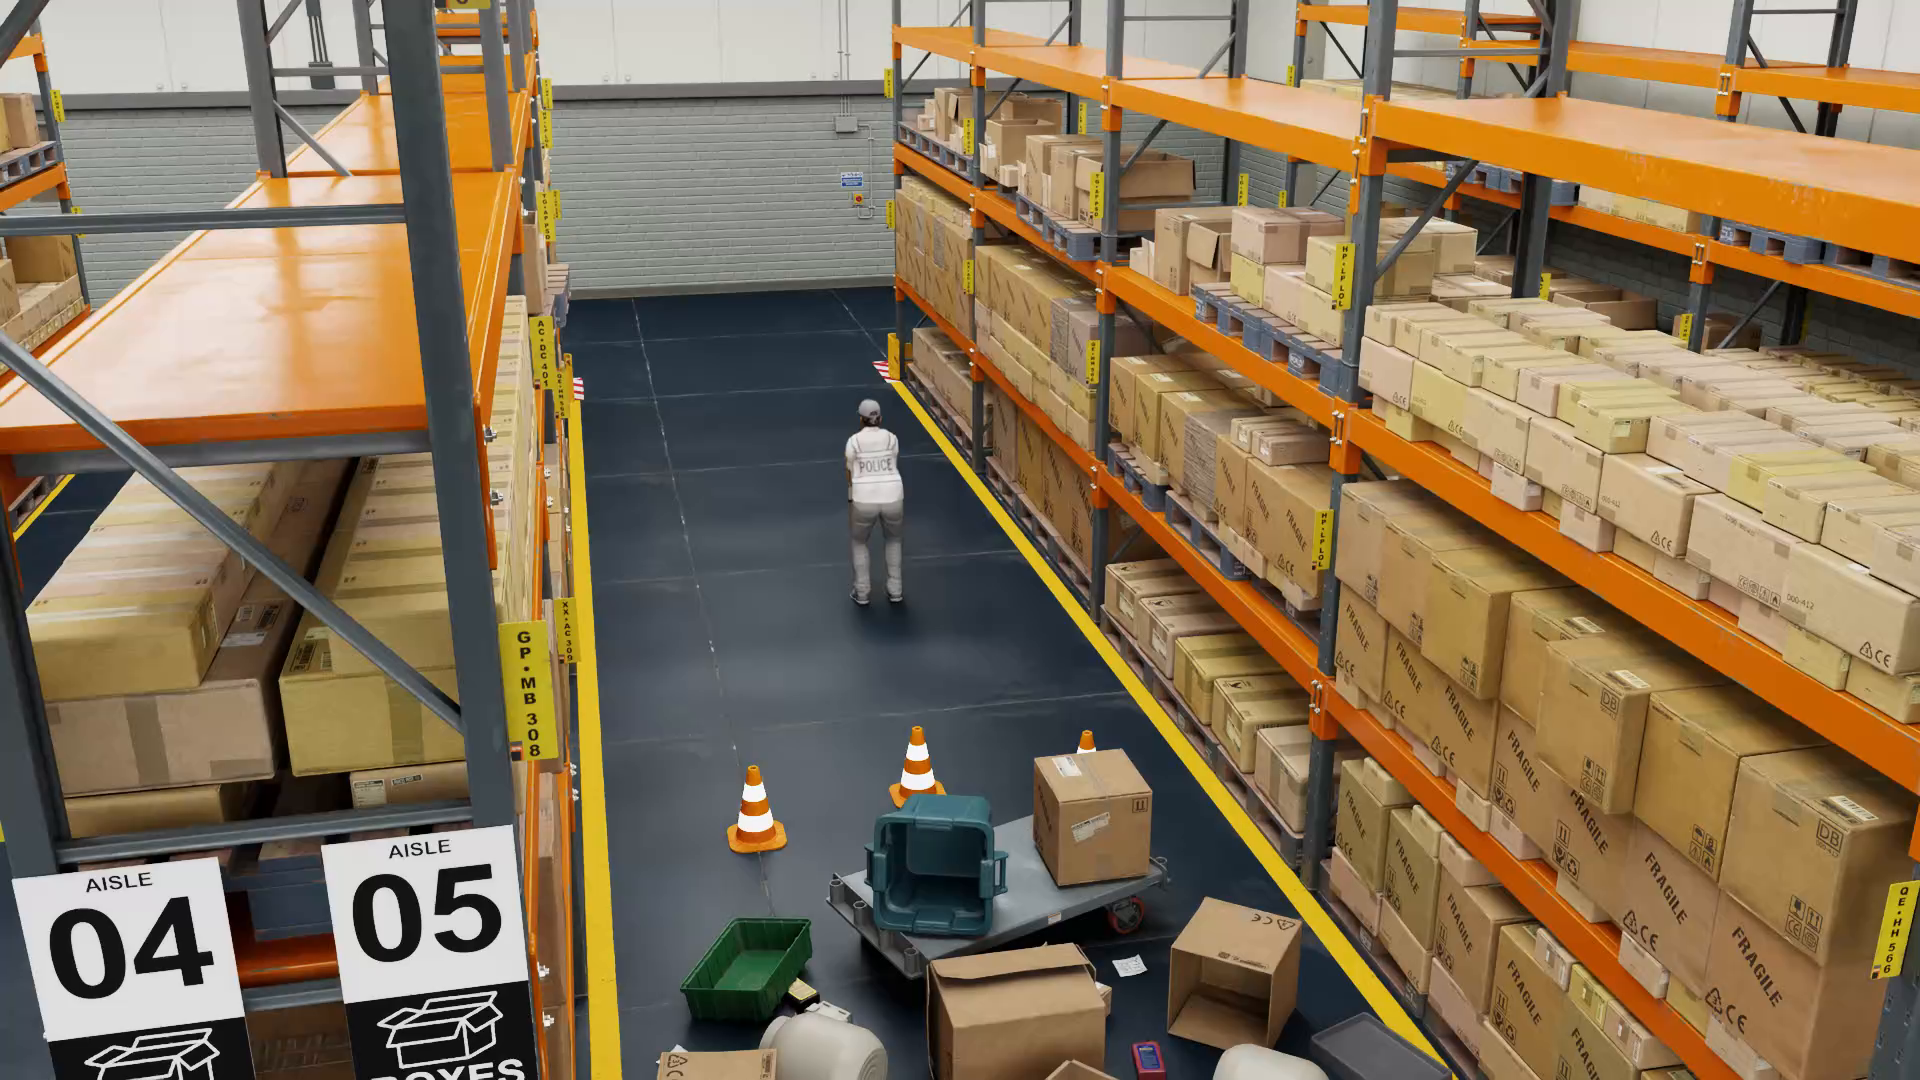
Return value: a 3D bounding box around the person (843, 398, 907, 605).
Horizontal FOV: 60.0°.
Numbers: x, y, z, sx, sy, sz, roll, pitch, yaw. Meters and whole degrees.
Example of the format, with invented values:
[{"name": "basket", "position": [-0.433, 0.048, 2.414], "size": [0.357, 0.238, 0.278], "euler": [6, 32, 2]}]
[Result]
[{"name": "person", "position": [-0.669, -0.305, 13.178], "size": [0.526, 1.670, 0.439], "euler": [-5, 20, -14]}]
